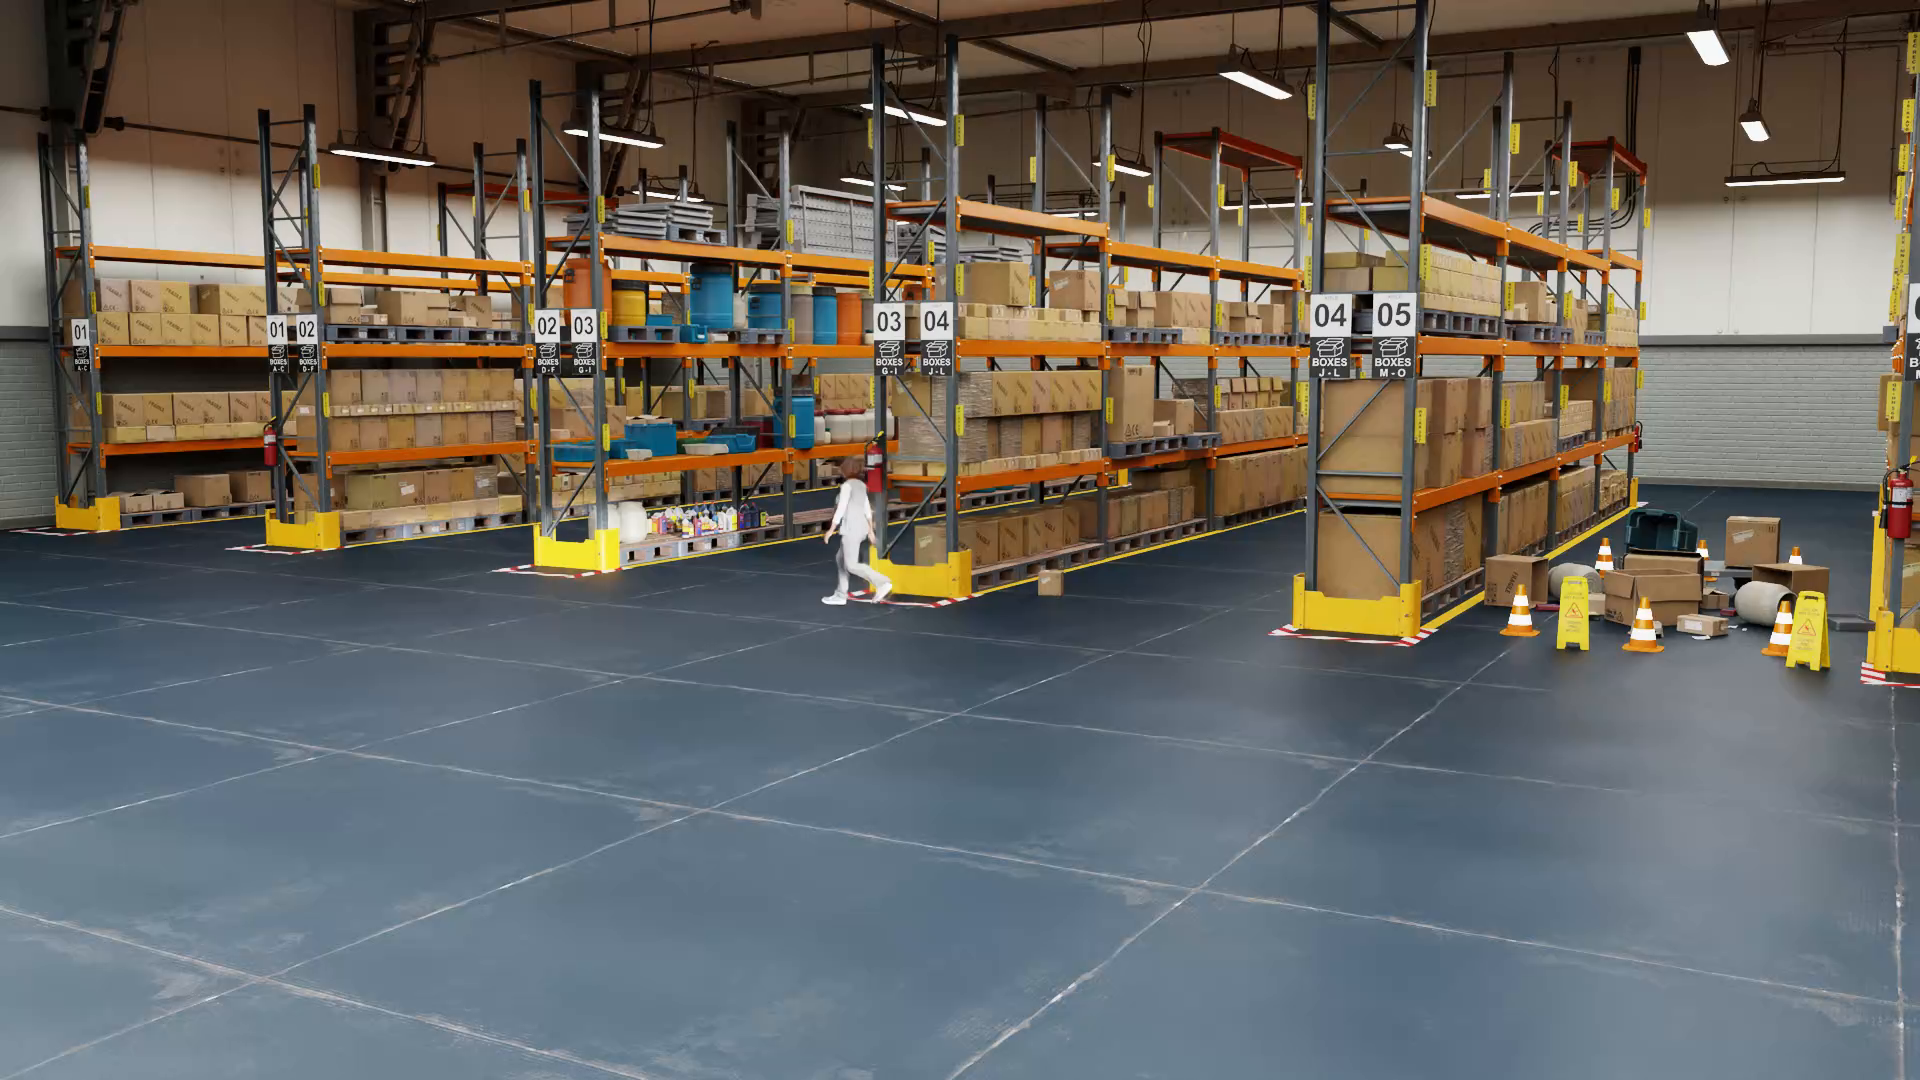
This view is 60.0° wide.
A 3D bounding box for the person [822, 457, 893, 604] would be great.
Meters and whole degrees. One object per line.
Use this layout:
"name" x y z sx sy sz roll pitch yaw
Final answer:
"person" -1.063 -0.081 17.292 0.875 1.549 0.440 3 7 24
